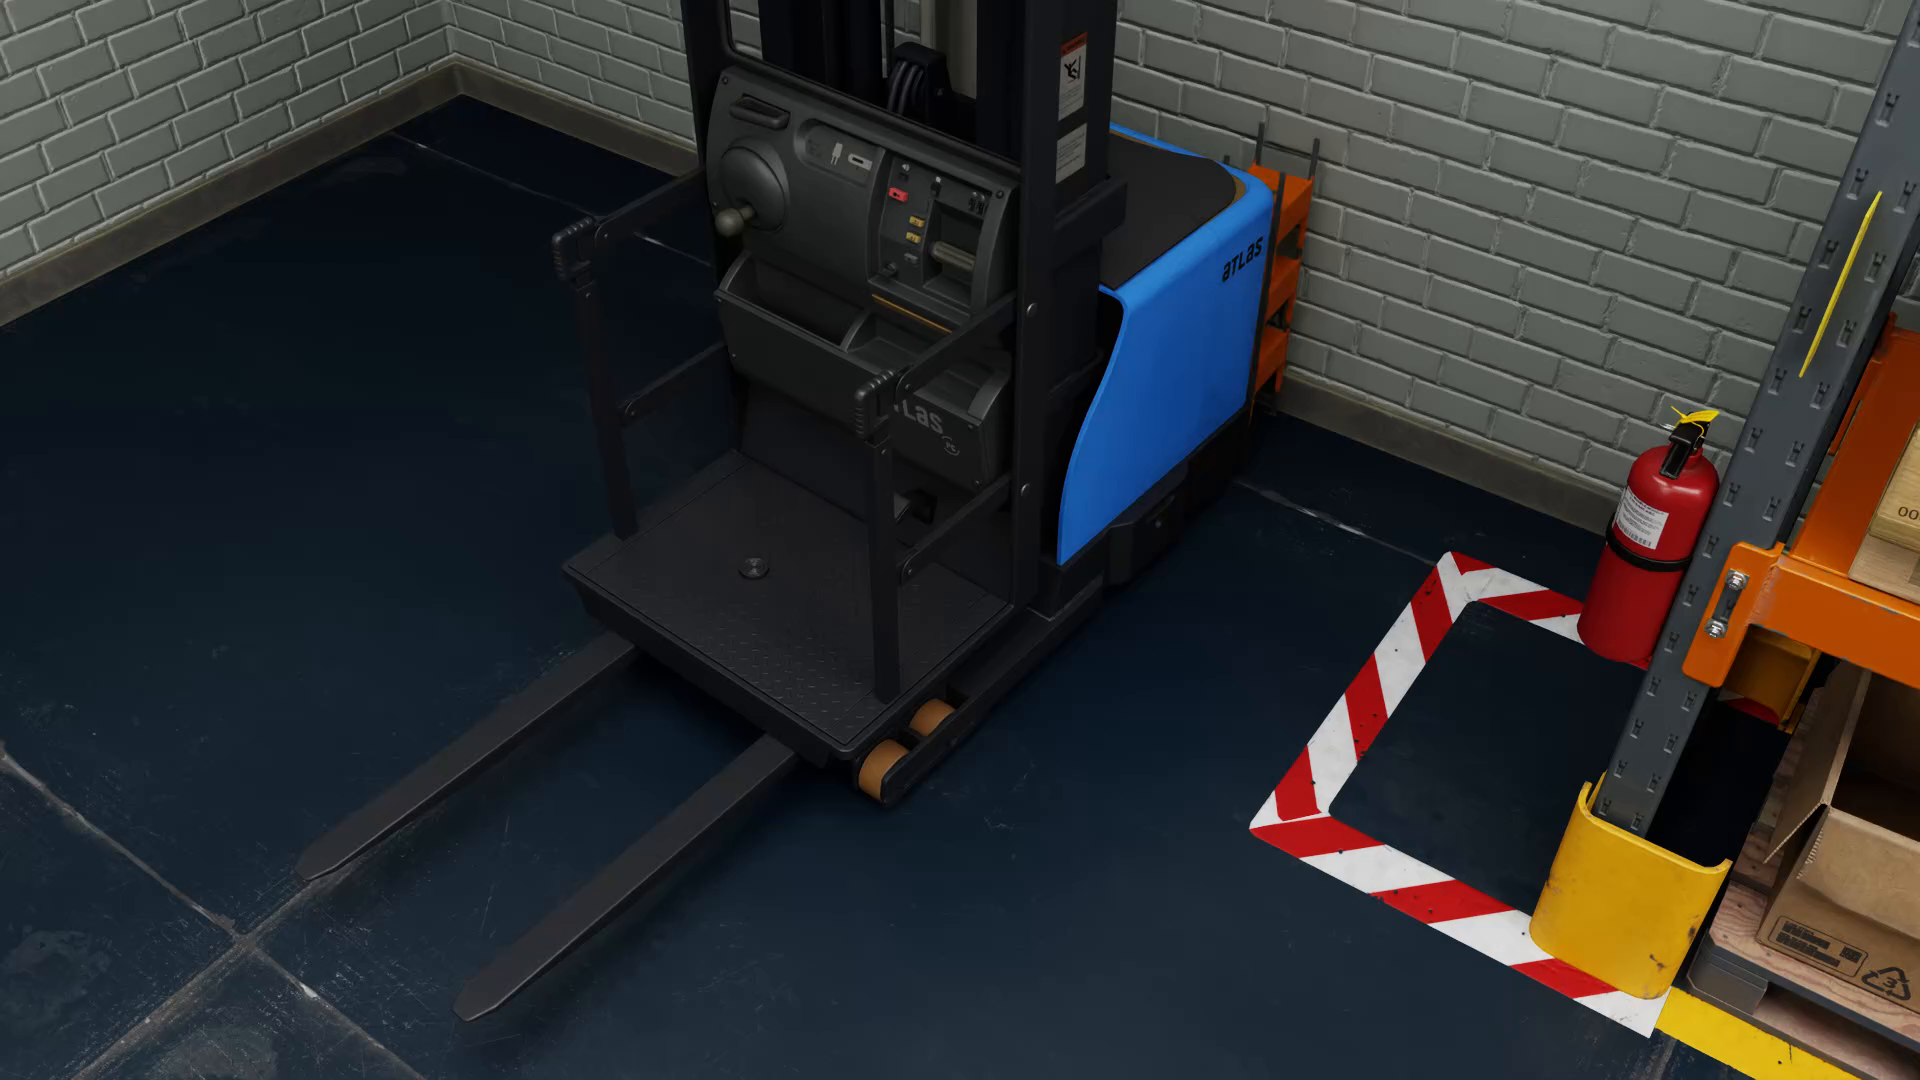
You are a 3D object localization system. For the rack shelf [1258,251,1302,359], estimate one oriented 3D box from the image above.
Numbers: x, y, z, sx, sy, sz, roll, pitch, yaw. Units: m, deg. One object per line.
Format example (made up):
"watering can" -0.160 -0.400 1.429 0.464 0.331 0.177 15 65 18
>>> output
"rack shelf" 0.937 -0.779 5.348 0.215 0.259 0.240 23 47 24

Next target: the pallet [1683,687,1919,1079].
"pallet" 2.526 0.968 4.010 1.213 0.211 1.003 25 48 25

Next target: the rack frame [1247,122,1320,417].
"rack frame" 1.004 -0.855 5.418 0.200 1.050 0.008 23 47 24

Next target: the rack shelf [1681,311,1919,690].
"rack shelf" 3.448 0.628 2.838 4.000 0.370 1.077 25 48 25

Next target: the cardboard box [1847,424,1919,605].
"cardboard box" 1.922 -0.036 3.229 0.250 0.149 0.380 25 47 25

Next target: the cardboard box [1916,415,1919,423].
"cardboard box" 2.236 -0.331 3.559 0.250 0.149 0.380 25 47 25

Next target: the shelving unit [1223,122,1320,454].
"shelving unit" 0.937 -0.787 5.341 0.215 1.050 0.252 23 47 24

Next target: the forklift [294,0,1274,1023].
"forklift" -0.398 -0.769 3.912 1.130 2.935 3.031 29 49 28

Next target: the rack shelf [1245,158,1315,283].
"rack shelf" 0.938 -0.992 5.160 0.215 0.259 0.240 23 47 24

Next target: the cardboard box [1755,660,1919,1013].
"cardboard box" 2.257 0.654 3.826 0.637 0.503 0.797 23 47 24

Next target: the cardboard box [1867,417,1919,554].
"cardboard box" 2.027 -0.140 3.046 0.500 0.250 0.500 25 48 26

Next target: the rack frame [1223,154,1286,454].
"rack frame" 0.871 -0.720 5.265 0.200 1.050 0.008 23 47 24

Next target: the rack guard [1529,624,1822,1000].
"rack guard" 1.873 0.555 4.255 0.348 0.500 1.175 25 48 25

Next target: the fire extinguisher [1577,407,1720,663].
"fire extinguisher" 1.425 -0.042 3.385 0.183 0.674 0.296 25 48 25

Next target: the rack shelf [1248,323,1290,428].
"rack shelf" 0.937 -0.571 5.533 0.215 0.259 0.240 23 47 24

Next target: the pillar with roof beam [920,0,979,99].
"pillar with roof beam" -2.352 -1.815 0.530 0.400 9.000 9.100 25 48 25

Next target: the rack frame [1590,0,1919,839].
"rack frame" 1.810 -0.405 3.454 0.127 3.000 1.000 25 48 25

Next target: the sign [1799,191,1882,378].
"sign" 1.499 -0.432 2.834 0.005 0.325 0.100 25 48 25
